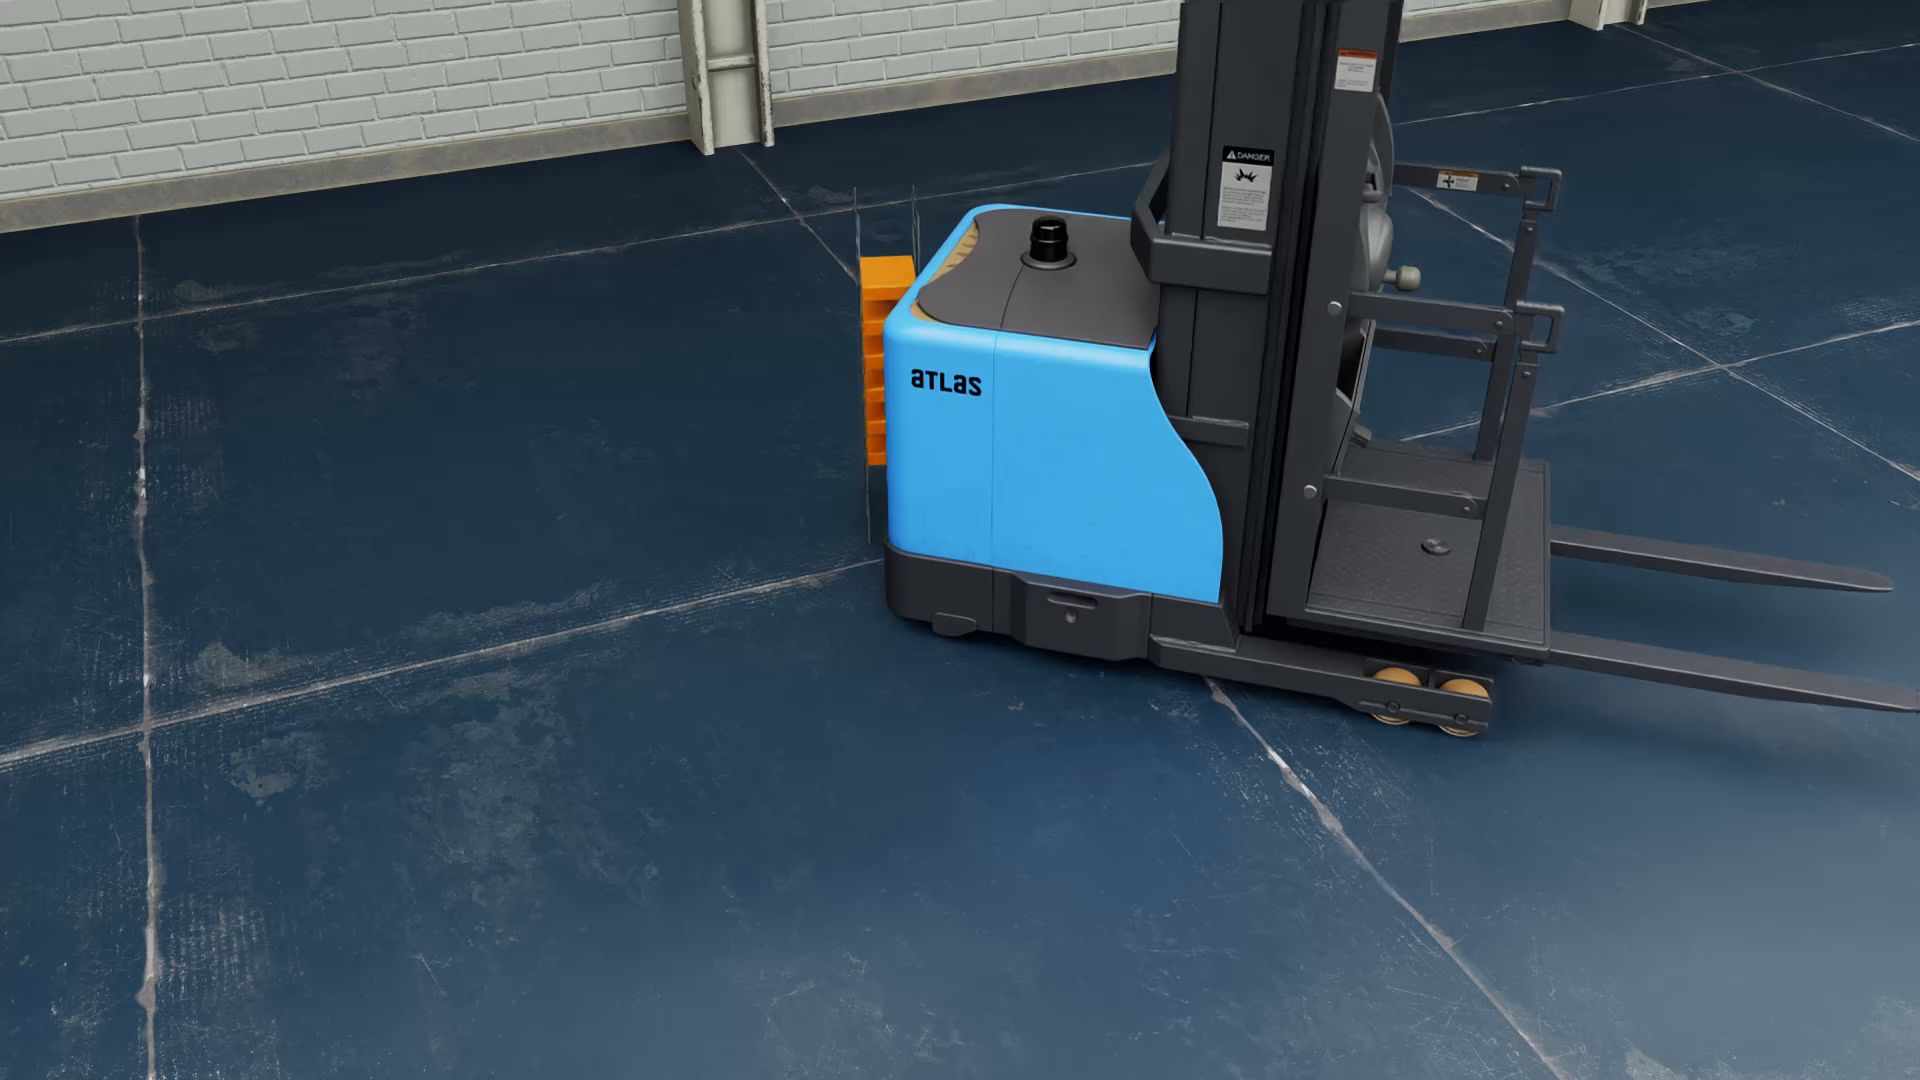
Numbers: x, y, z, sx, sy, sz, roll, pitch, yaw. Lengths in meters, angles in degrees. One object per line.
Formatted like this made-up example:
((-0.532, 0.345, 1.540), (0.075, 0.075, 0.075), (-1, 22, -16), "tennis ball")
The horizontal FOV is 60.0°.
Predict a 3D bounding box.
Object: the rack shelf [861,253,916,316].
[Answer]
((-0.230, -0.820, 5.331), (0.180, 0.103, 0.258), (-3, 33, -4), "rack shelf")

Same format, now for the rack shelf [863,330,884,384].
((-0.230, -0.619, 5.461), (0.180, 0.103, 0.258), (-3, 33, -4), "rack shelf")

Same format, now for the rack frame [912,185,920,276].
((-0.139, -0.560, 5.509), (0.006, 1.200, 0.240), (-3, 33, -4), "rack frame")

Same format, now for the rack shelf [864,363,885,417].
((-0.230, -0.518, 5.526), (0.180, 0.103, 0.258), (-3, 33, -4), "rack shelf")

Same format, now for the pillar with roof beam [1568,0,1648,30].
((5.949, -5.058, 5.272), (0.400, 9.000, 9.100), (-13, 35, -19), "pillar with roof beam")

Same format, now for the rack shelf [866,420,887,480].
((-0.230, -0.316, 5.657), (0.180, 0.103, 0.258), (-3, 33, -4), "rack shelf")

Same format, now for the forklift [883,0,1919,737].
((1.338, -0.978, 4.566), (3.031, 2.935, 1.130), (9, 34, 14), "forklift")

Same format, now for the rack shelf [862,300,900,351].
((-0.230, -0.719, 5.396), (0.180, 0.103, 0.258), (-3, 33, -4), "rack shelf")

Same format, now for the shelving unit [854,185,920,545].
((-0.230, -0.555, 5.502), (0.189, 1.200, 0.258), (-3, 33, -4), "shelving unit")

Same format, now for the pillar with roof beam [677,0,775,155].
((0.417, -3.791, 3.325), (0.400, 9.000, 9.100), (-13, 35, -19), "pillar with roof beam")

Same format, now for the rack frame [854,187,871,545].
((-0.321, -0.550, 5.495), (0.006, 1.200, 0.240), (-3, 33, -4), "rack frame")

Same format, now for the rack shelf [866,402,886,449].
((-0.230, -0.417, 5.592), (0.180, 0.103, 0.258), (-3, 33, -4), "rack shelf")
